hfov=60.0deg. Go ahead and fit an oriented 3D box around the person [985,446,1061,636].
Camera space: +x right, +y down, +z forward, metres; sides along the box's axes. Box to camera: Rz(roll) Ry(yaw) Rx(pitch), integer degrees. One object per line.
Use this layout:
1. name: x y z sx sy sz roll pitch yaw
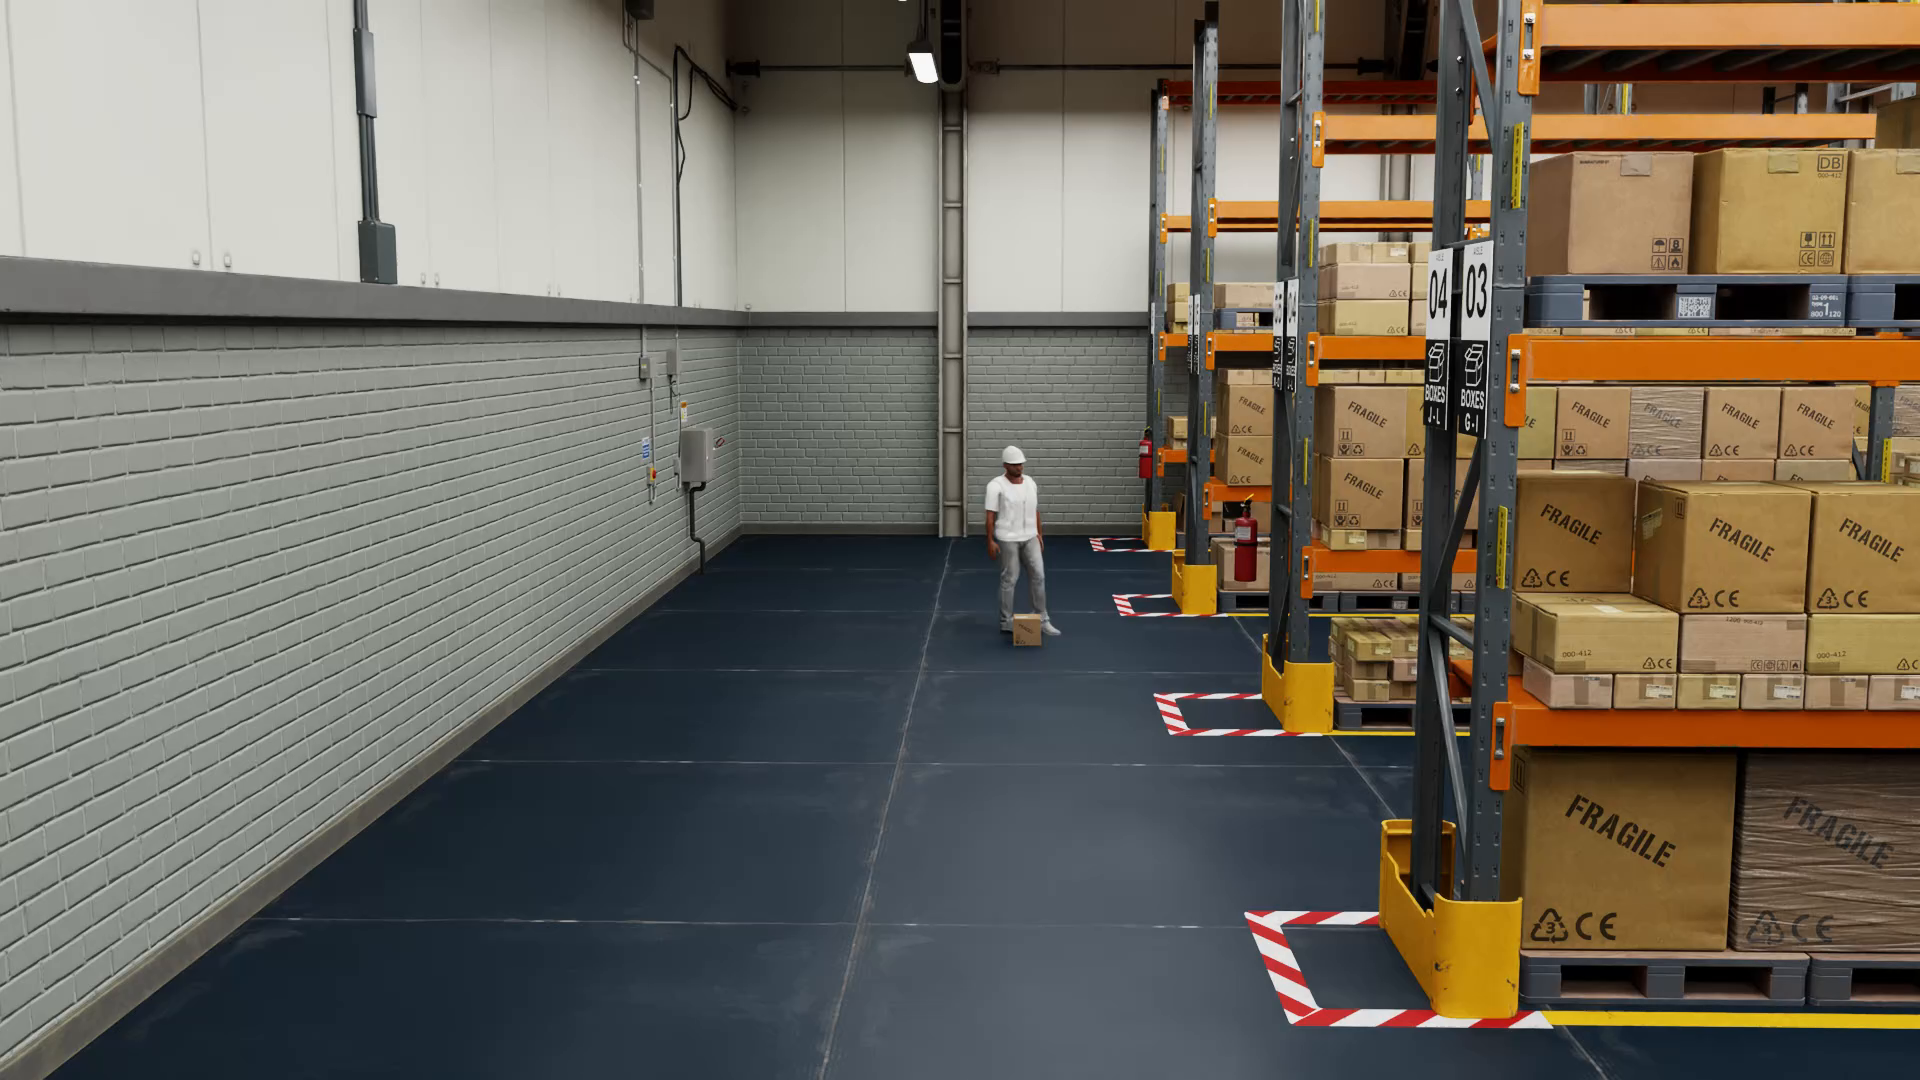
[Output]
1. person: 0.584 0.009 15.577 0.590 1.774 0.547 -4 8 -31
